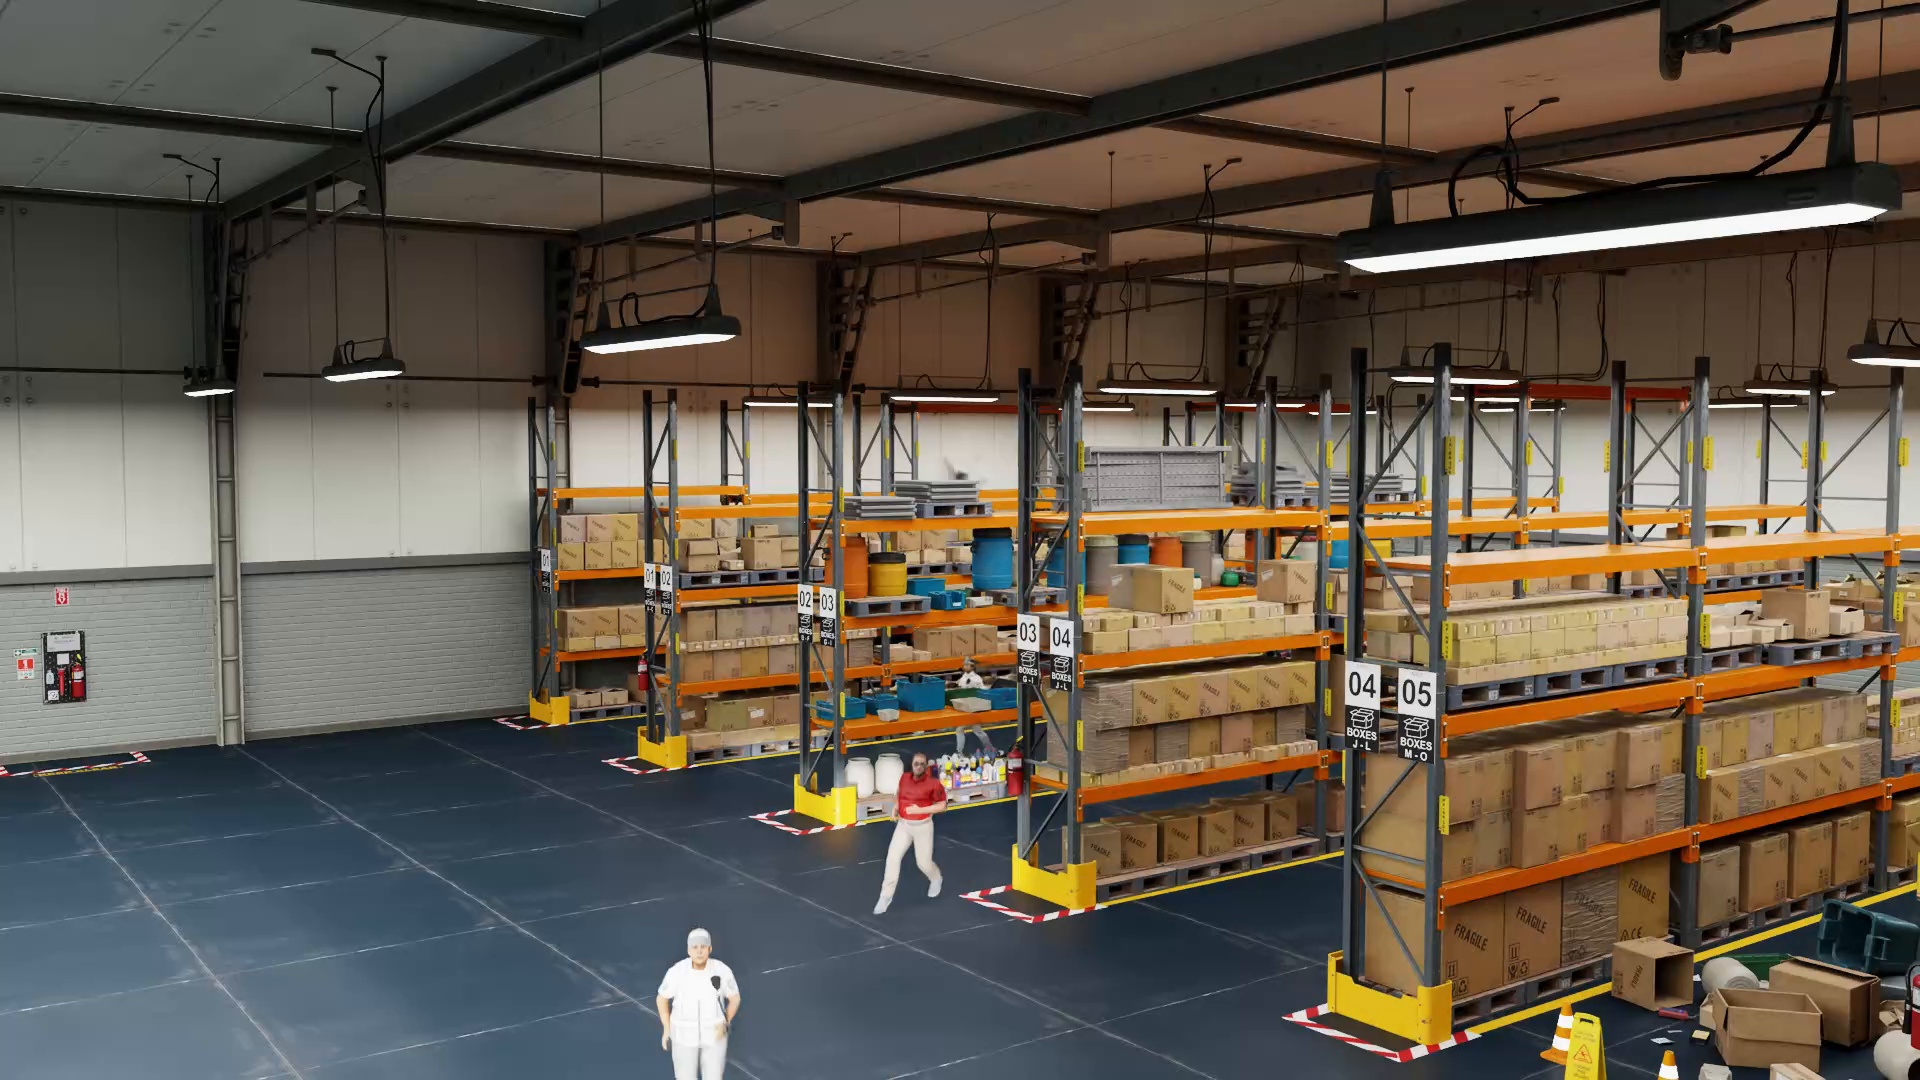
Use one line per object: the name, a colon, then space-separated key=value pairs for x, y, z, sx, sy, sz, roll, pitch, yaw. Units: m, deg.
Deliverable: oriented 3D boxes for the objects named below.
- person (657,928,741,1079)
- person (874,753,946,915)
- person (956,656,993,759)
person: x=-1.905 y=3.643 z=12.162 sx=0.614 sy=1.625 sz=0.551 roll=-1 pitch=3 yaw=-10
person: x=-0.473 y=3.226 z=18.474 sx=0.677 sy=1.728 sz=0.981 roll=1 pitch=4 yaw=23
person: x=0.210 y=2.730 z=26.877 sx=0.812 sy=1.729 sz=0.605 roll=-3 pitch=5 yaw=-42
